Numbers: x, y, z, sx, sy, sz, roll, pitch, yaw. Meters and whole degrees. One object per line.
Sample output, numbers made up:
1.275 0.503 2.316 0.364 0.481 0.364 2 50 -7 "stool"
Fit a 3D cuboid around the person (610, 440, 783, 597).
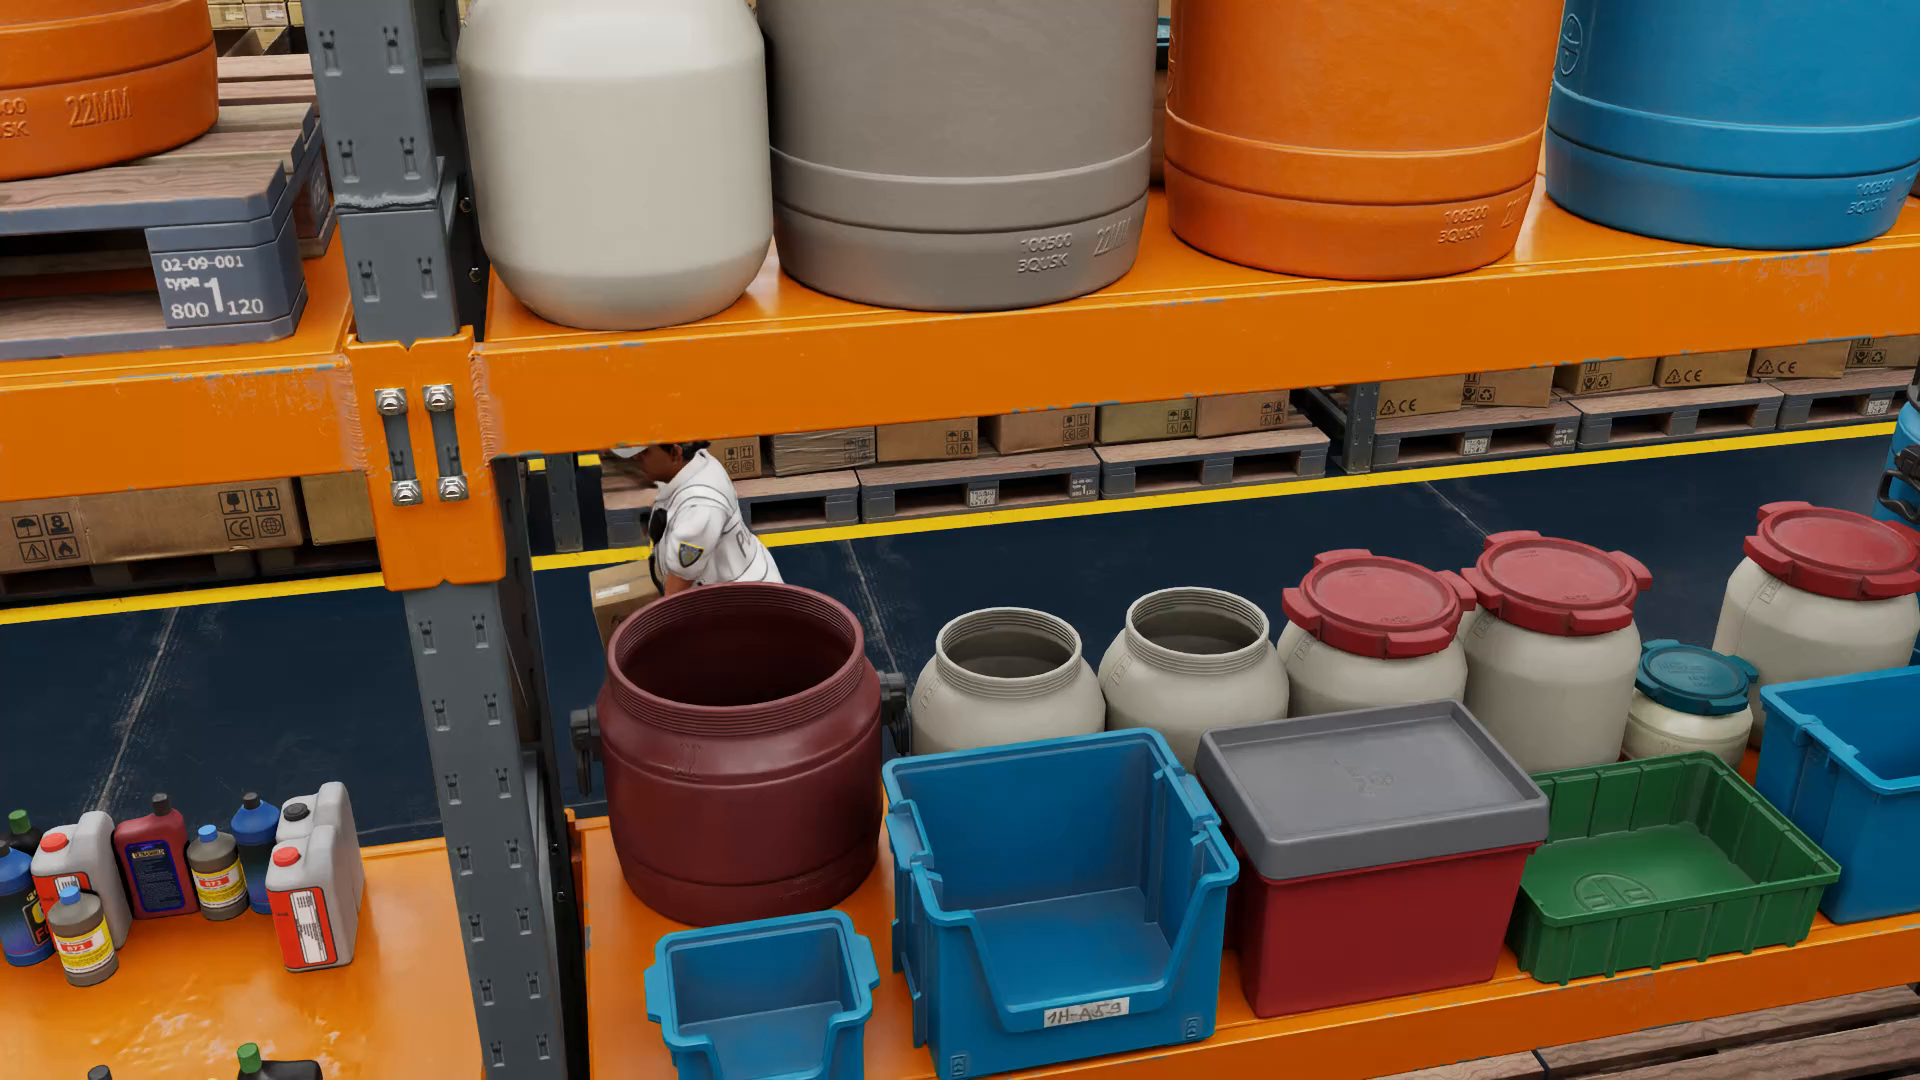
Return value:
-0.864 0.281 5.602 0.582 1.638 0.452 -6 28 -12 "person"
